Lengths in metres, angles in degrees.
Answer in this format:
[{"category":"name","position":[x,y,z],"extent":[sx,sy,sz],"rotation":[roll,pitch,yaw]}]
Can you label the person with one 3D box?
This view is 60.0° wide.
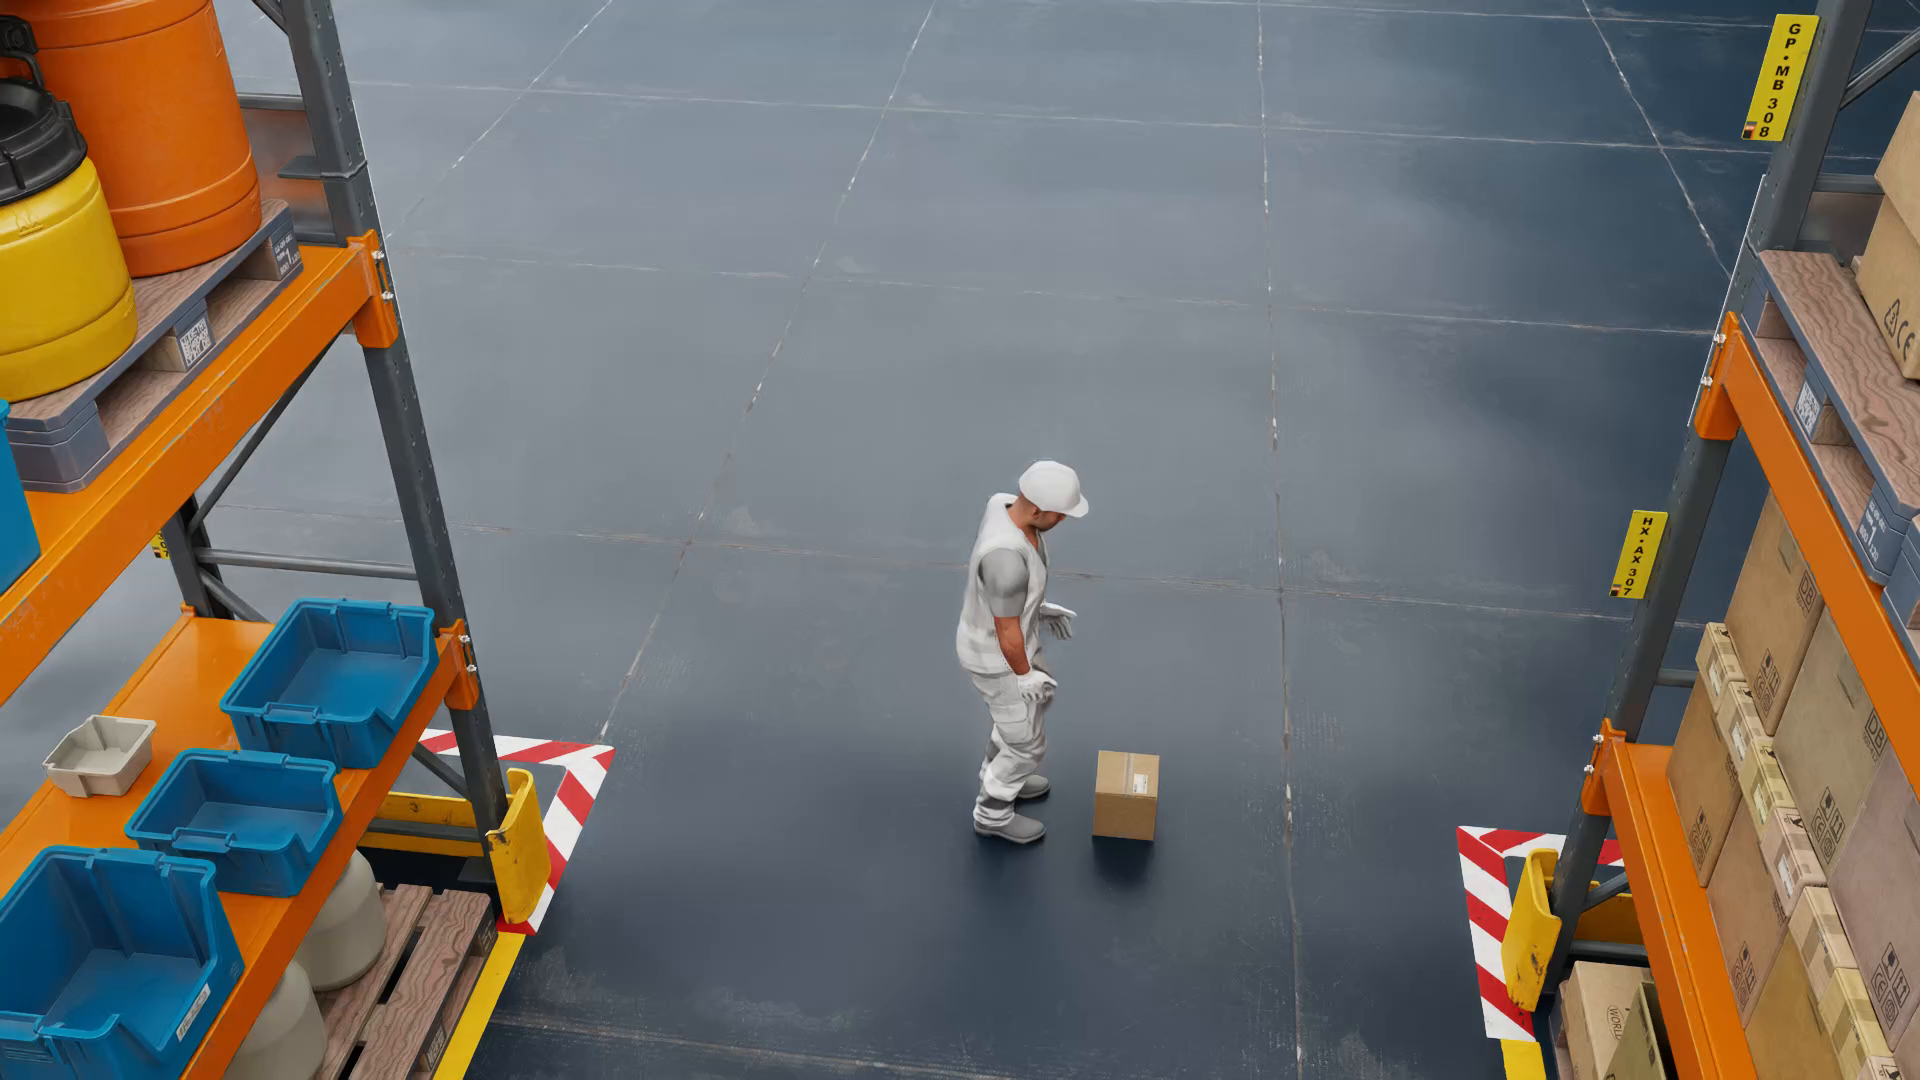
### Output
[{"category":"person","position":[0.237,0.420,6.506],"extent":[0.496,1.712,0.551],"rotation":[5,36,7]}]
